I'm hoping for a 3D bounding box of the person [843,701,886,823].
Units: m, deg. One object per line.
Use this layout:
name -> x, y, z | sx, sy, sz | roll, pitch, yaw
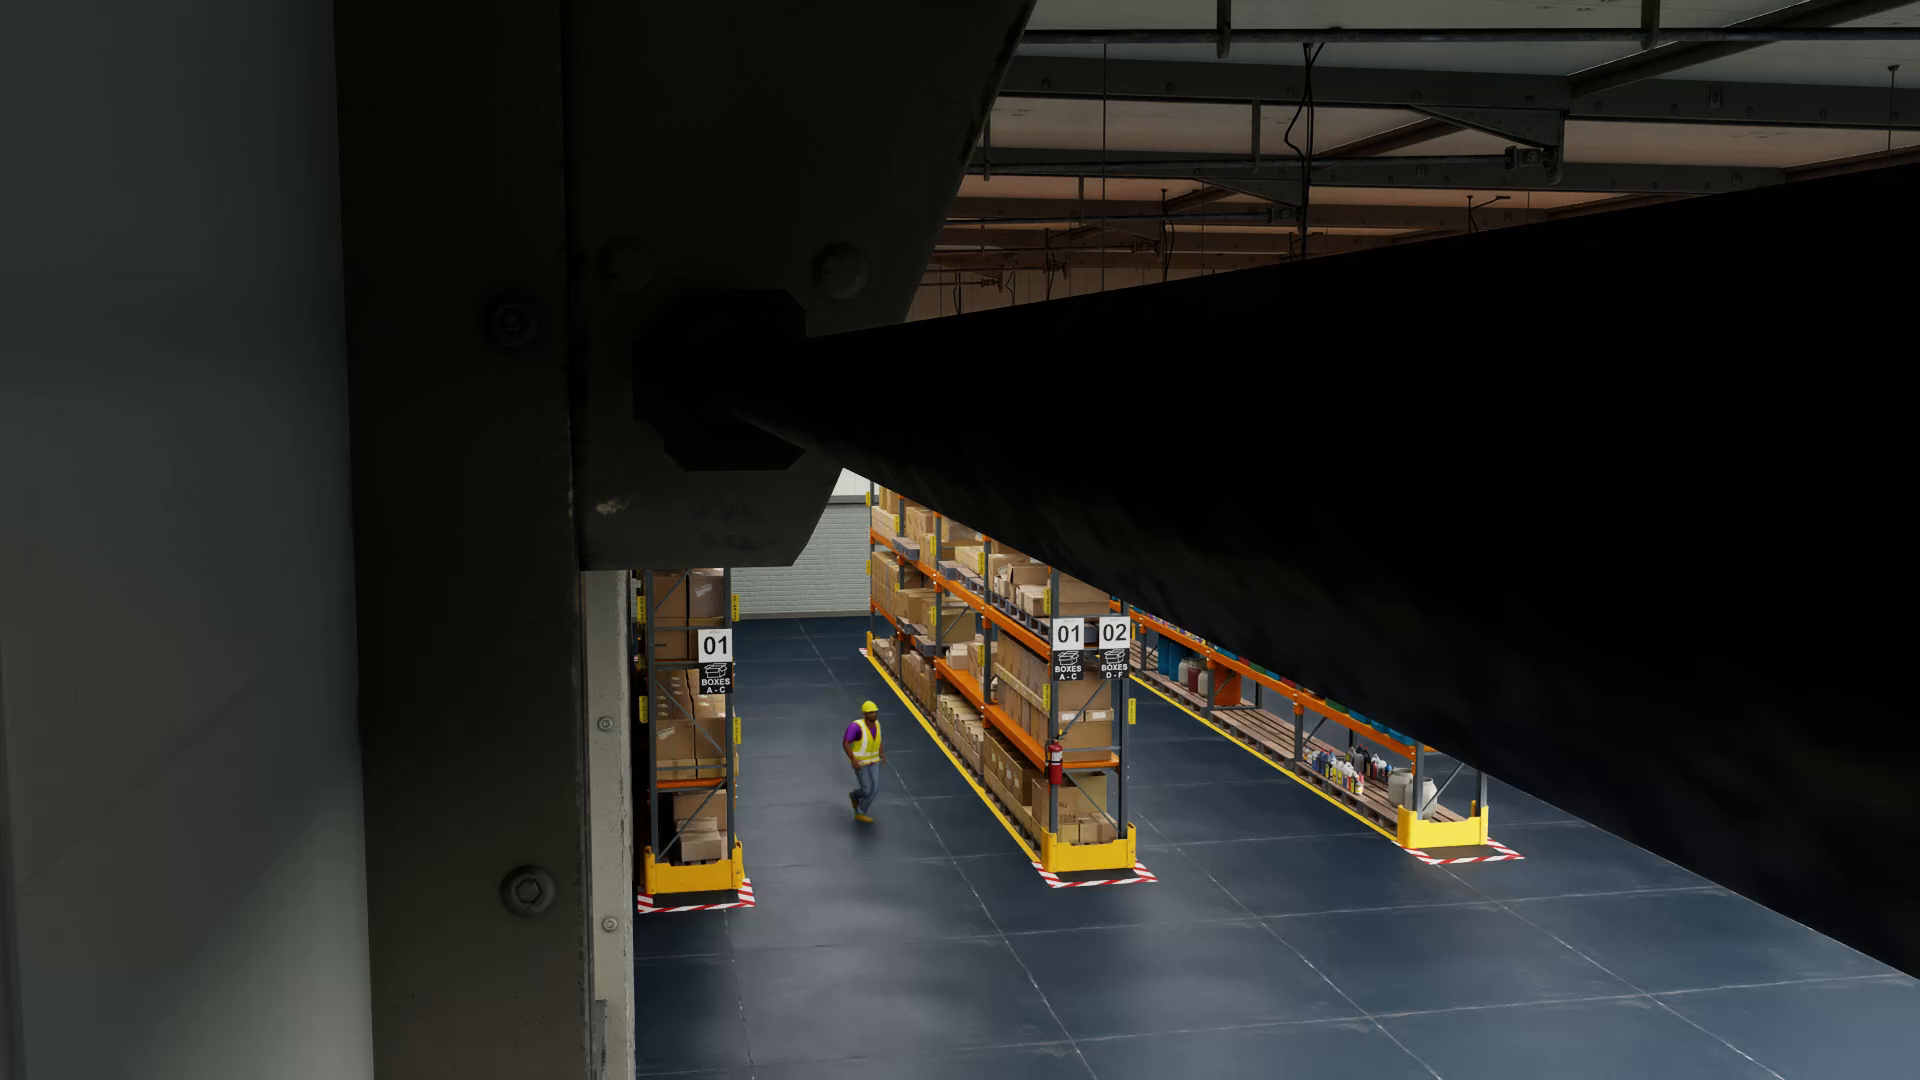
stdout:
person -> -1.356, 3.073, 23.174 | 0.699, 1.702, 0.588 | -5, 8, -38
